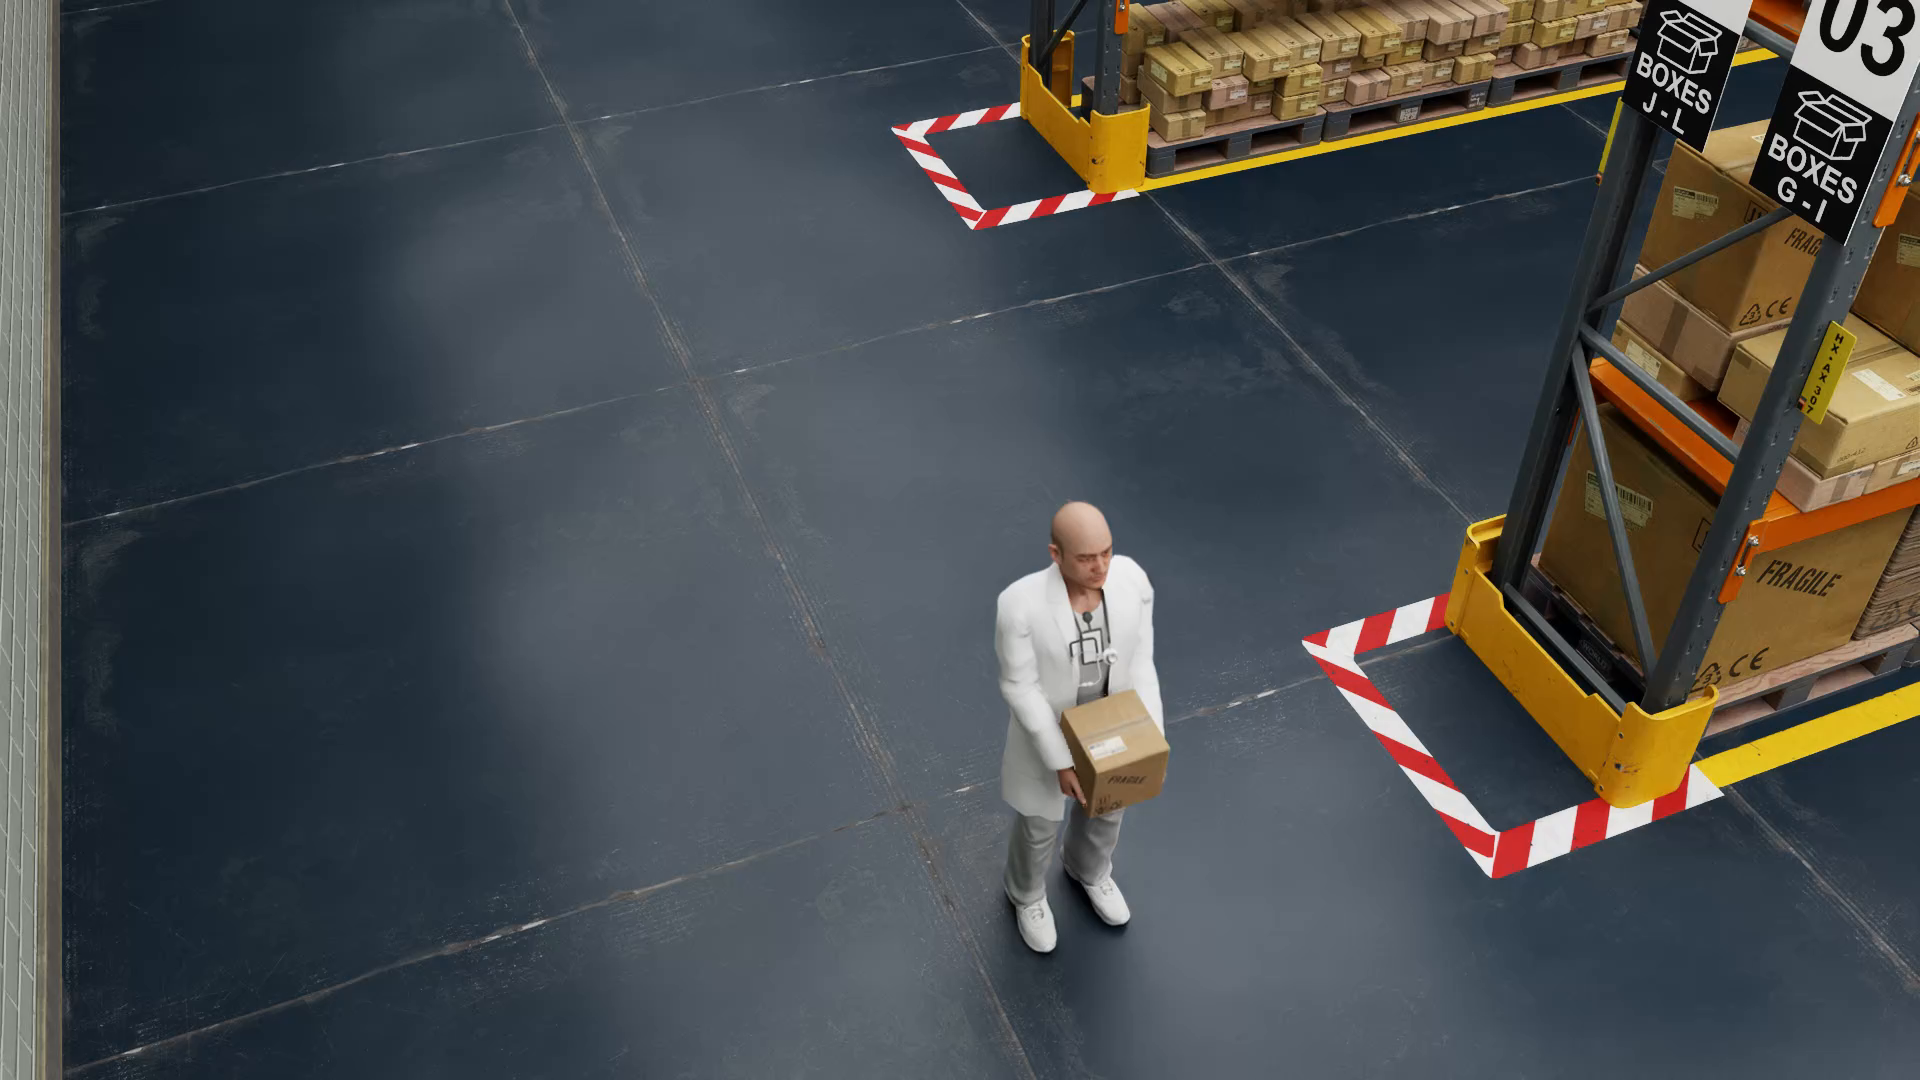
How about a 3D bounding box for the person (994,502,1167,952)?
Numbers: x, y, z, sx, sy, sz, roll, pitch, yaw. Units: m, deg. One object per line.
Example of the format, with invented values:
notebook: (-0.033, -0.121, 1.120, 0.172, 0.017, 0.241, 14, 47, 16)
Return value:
person: (0.408, 0.685, 5.396, 0.537, 1.762, 0.548, -15, 43, -17)
